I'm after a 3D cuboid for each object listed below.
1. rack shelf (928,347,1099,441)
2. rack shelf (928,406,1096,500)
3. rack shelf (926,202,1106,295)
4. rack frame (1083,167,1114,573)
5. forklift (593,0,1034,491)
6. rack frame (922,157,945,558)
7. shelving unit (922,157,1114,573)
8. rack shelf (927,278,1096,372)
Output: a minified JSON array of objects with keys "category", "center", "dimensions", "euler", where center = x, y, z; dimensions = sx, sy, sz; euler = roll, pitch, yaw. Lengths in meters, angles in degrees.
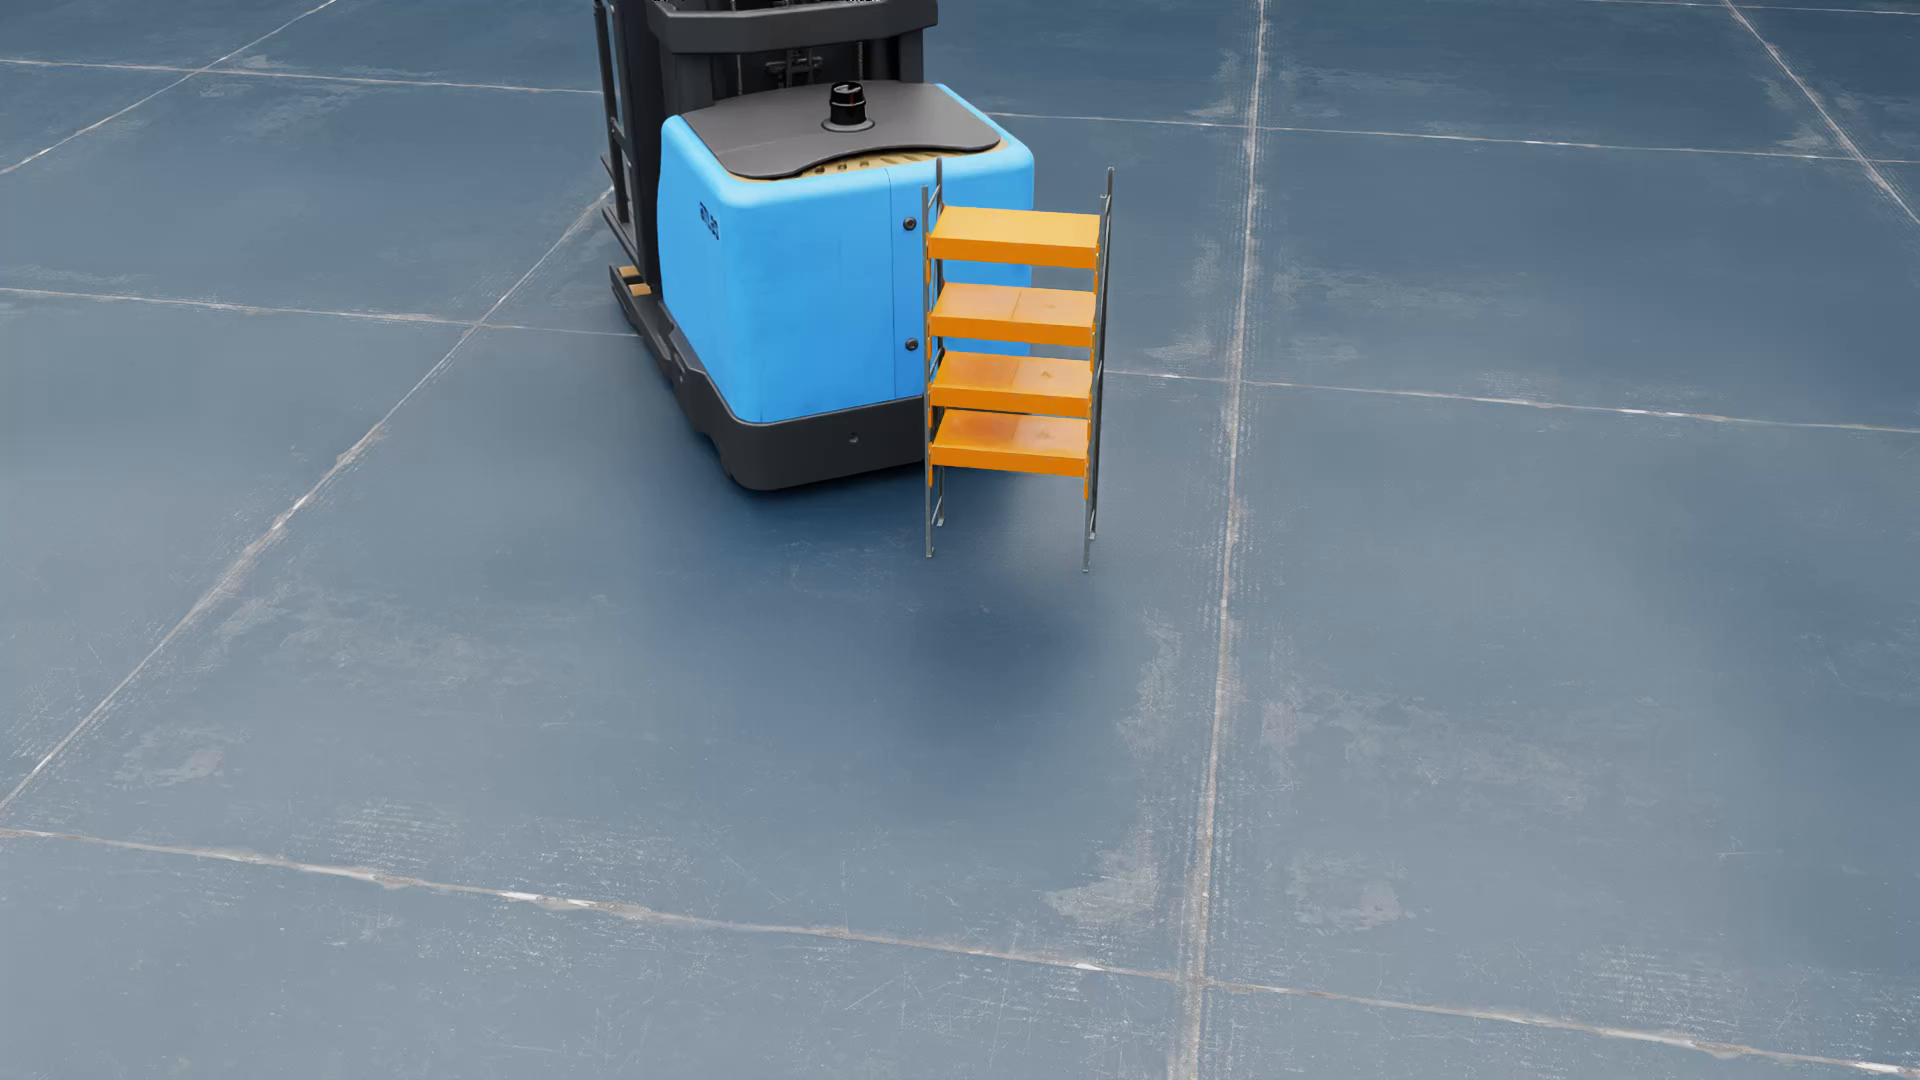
[{"category":"rack shelf","center":[0.163,-0.437,4.944],"dimensions":[0.480,0.148,0.258],"euler":[5,32,8]},{"category":"rack shelf","center":[0.163,-0.268,5.049],"dimensions":[0.480,0.148,0.258],"euler":[5,32,8]},{"category":"rack shelf","center":[0.163,-0.827,4.700],"dimensions":[0.480,0.148,0.258],"euler":[5,32,8]},{"category":"rack frame","center":[0.404,-0.472,4.873],"dimensions":[0.015,1.200,0.240],"euler":[5,32,8]},{"category":"forklift","center":[-0.775,-2.171,5.956],"dimensions":[1.130,2.935,3.031],"euler":[-12,34,-19]},{"category":"rack frame","center":[-0.077,-0.516,4.943],"dimensions":[0.015,1.200,0.240],"euler":[5,32,8]},{"category":"shelving unit","center":[0.163,-0.494,4.908],"dimensions":[0.503,1.200,0.258],"euler":[5,32,8]},{"category":"rack shelf","center":[0.163,-0.626,4.825],"dimensions":[0.480,0.148,0.258],"euler":[5,32,8]}]
